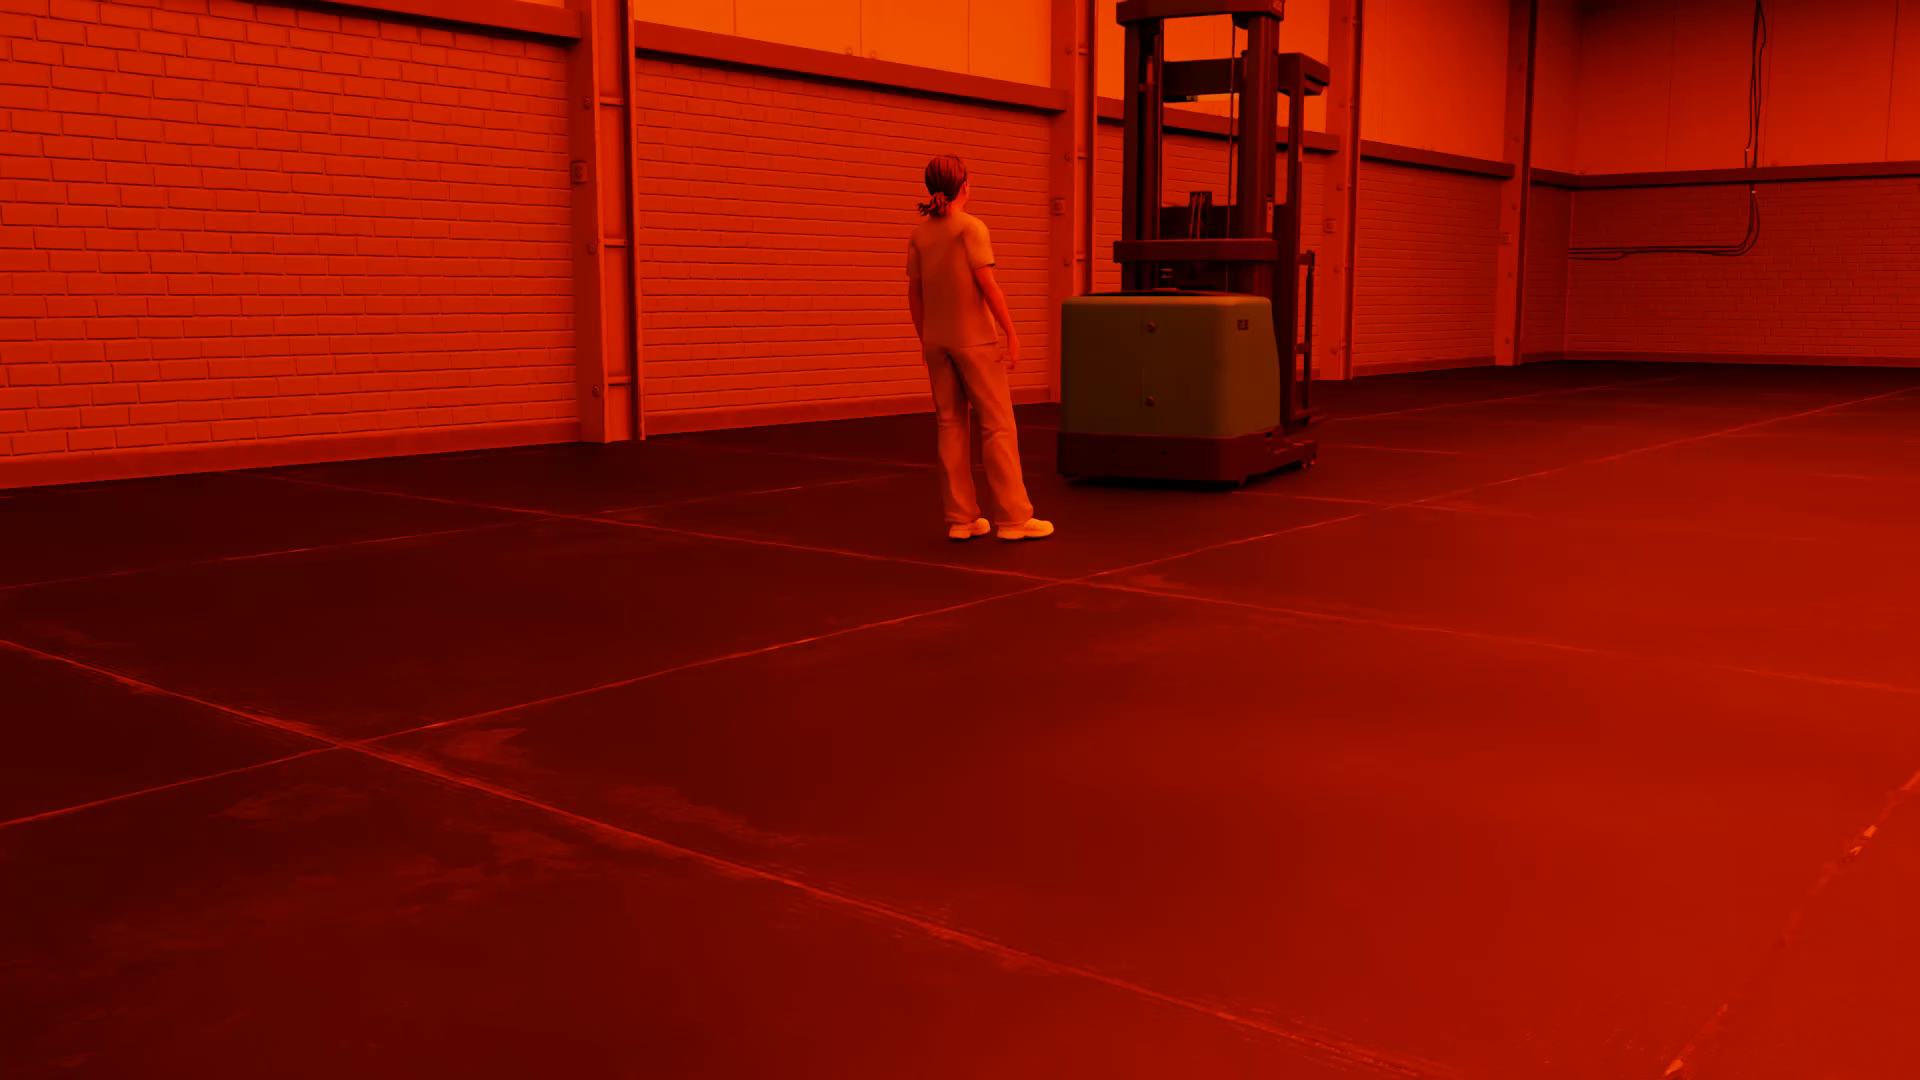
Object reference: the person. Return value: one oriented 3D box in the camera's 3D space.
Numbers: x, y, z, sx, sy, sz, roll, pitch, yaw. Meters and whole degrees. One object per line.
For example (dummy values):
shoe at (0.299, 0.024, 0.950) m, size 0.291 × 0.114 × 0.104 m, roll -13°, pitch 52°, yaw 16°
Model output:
person at (0.057, -0.844, 7.331) m, size 0.549 × 1.673 × 0.548 m, roll 7°, pitch 11°, yaw 38°

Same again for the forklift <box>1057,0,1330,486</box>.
forklift at (1.649, -1.923, 10.423) m, size 1.130 × 2.935 × 3.031 m, roll 4°, pitch 9°, yaw 25°
